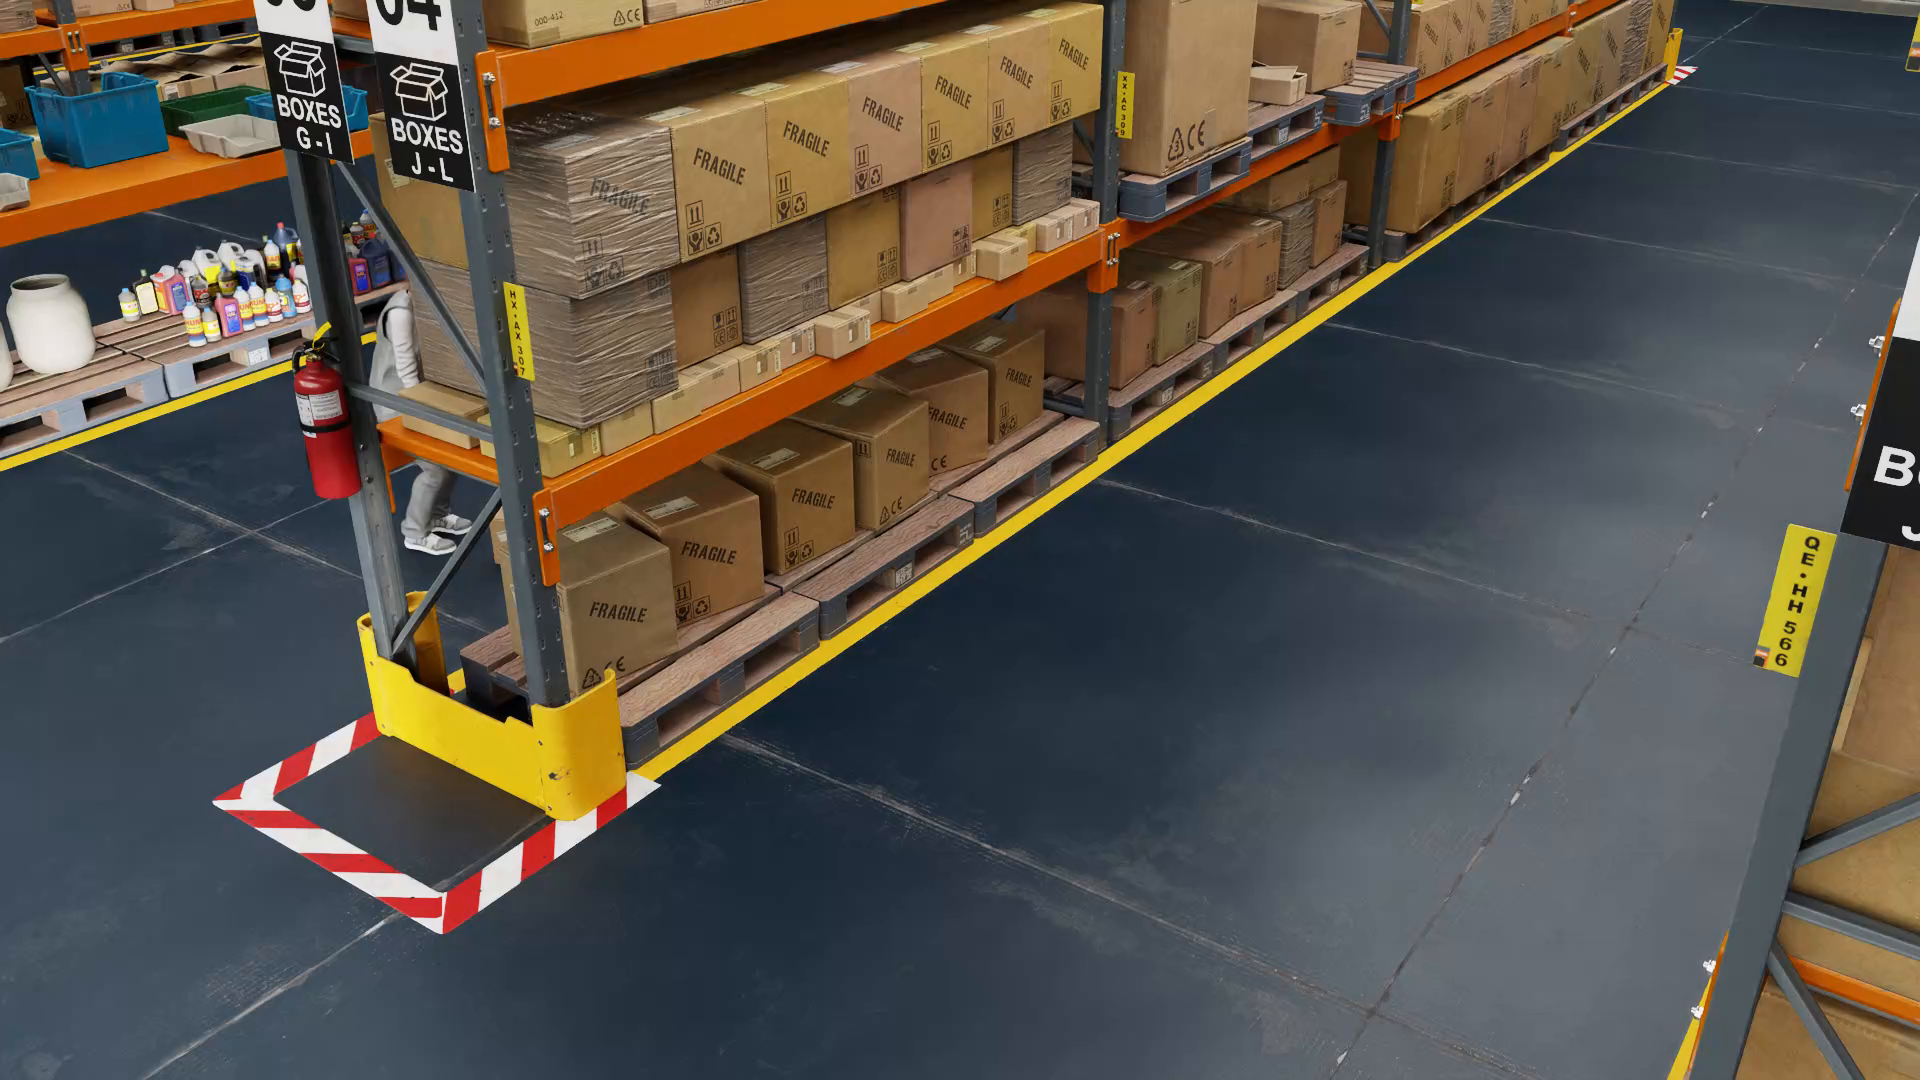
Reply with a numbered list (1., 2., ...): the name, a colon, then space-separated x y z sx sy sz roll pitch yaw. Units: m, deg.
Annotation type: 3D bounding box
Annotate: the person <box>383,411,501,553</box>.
1. person: -2.511 -0.391 8.167 0.805 0.883 0.427 4 28 7
